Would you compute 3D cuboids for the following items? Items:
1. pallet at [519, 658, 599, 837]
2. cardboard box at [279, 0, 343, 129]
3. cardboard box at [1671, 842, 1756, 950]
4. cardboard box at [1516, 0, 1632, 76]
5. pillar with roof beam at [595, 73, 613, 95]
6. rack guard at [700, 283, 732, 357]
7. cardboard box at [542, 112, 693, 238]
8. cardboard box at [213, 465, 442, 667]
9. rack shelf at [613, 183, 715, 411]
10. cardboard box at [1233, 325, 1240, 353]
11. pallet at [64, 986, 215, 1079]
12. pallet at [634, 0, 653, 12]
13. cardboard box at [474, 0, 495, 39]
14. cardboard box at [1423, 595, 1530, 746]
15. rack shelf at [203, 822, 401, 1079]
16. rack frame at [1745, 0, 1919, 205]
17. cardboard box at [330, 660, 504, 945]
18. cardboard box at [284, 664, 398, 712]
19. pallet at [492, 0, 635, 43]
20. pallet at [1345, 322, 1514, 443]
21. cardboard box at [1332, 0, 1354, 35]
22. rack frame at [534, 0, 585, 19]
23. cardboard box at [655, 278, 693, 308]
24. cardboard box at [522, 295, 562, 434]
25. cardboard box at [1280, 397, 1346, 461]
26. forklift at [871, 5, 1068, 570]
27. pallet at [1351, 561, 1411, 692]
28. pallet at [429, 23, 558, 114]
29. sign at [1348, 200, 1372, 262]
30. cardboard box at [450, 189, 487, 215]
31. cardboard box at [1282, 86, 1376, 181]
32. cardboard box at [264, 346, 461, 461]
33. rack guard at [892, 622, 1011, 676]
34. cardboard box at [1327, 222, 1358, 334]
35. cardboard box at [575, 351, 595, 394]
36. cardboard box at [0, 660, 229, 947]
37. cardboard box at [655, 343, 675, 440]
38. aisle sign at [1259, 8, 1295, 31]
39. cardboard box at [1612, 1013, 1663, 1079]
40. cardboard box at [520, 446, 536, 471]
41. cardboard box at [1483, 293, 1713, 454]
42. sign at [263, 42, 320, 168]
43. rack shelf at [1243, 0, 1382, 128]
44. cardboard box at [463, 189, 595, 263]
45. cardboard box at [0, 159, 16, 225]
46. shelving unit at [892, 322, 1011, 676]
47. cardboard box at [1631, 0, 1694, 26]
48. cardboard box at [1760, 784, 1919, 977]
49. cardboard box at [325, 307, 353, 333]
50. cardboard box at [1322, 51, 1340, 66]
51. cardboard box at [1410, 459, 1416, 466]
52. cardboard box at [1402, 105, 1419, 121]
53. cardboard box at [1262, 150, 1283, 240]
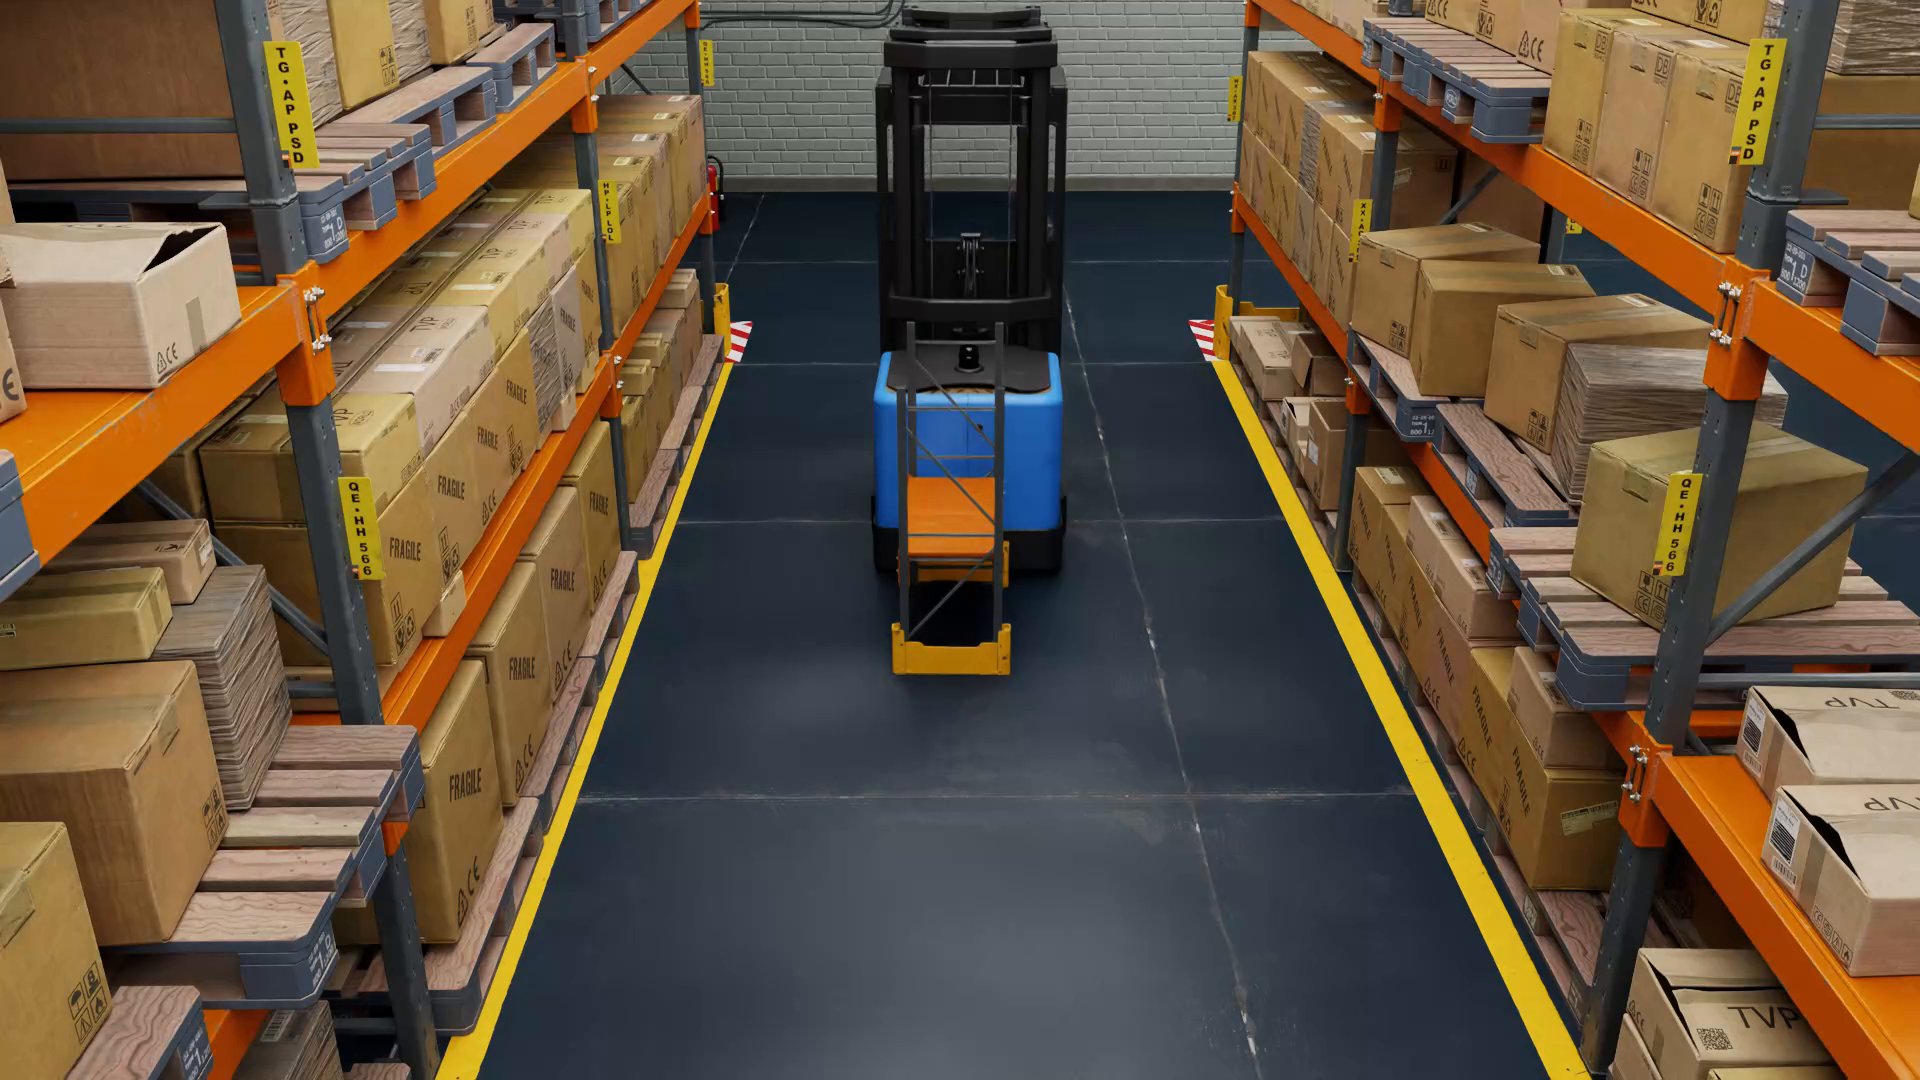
[{"bbox_3d":[-2.241,0.910,7.481,1.003,0.211,1.213,0,24,-1],"label":"pallet"},{"bbox_3d":[-2.418,-1.564,5.273,0.700,0.500,0.500,-2,24,-3],"label":"cardboard box"},{"bbox_3d":[2.937,1.192,5.974,0.500,0.500,0.500,1,24,2],"label":"cardboard box"},{"bbox_3d":[2.562,-2.097,6.355,0.600,0.600,0.600,-1,24,-3],"label":"cardboard box"},{"bbox_3d":[1.026,-6.692,13.625,9.100,9.000,0.400,0,24,-1],"label":"pillar with roof beam"},{"bbox_3d":[-2.384,-1.701,12.905,1.175,0.500,0.348,0,24,-1],"label":"rack guard"},{"bbox_3d":[-2.350,-2.457,11.179,0.980,0.700,0.700,0,24,-1],"label":"cardboard box"},{"bbox_3d":[-2.046,0.075,5.438,0.500,0.500,0.500,0,24,1],"label":"cardboard box"},{"bbox_3d":[-2.362,-1.678,10.694,1.077,0.370,4.000,0,24,-1],"label":"rack shelf"},{"bbox_3d":[2.233,-1.486,12.301,0.380,0.166,0.250,0,24,-1],"label":"cardboard box"},{"bbox_3d":[-2.234,1.369,3.315,1.003,0.211,1.213,0,24,-1],"label":"pallet"},{"bbox_3d":[-2.349,-3.347,9.978,1.003,0.211,1.213,0,24,-1],"label":"pallet"},{"bbox_3d":[-2.441,-2.432,7.191,0.700,0.500,0.500,-2,24,-3],"label":"cardboard box"},{"bbox_3d":[2.394,0.567,7.355,0.500,0.500,0.500,-1,24,-3],"label":"cardboard box"},{"bbox_3d":[-2.275,1.618,3.405,1.077,0.370,4.000,0,24,-1],"label":"rack shelf"},{"bbox_3d":[2.656,-2.291,3.895,1.000,3.000,0.127,0,24,-1],"label":"rack frame"},{"bbox_3d":[-2.174,0.951,6.107,0.750,0.750,0.750,-1,24,-1],"label":"cardboard box"},{"bbox_3d":[-2.069,0.435,5.429,0.380,0.149,0.250,-1,24,-1],"label":"cardboard box"},{"bbox_3d":[-2.339,-2.845,8.869,1.003,0.211,1.213,0,24,-1],"label":"pallet"},{"bbox_3d":[2.512,-0.788,8.086,1.003,0.211,1.213,0,24,-1],"label":"pallet"},{"bbox_3d":[2.347,-2.909,9.085,0.500,0.250,0.500,0,24,-1],"label":"cardboard box"},{"bbox_3d":[-2.341,-3.915,7.487,1.000,3.000,0.127,0,24,-1],"label":"rack frame"},{"bbox_3d":[-2.089,-1.733,11.678,0.380,0.149,0.250,0,24,1],"label":"cardboard box"},{"bbox_3d":[-2.071,-0.766,7.297,0.500,0.500,0.500,0,24,0],"label":"cardboard box"},{"bbox_3d":[2.315,-0.724,10.439,0.500,0.311,0.500,0,24,-1],"label":"cardboard box"},{"bbox_3d":[0.069,-1.732,10.024,1.130,2.935,3.031,0,24,1],"label":"forklift"},{"bbox_3d":[2.660,0.400,8.610,1.003,0.211,1.213,0,24,-1],"label":"pallet"},{"bbox_3d":[-2.281,-2.084,7.310,0.805,0.209,1.217,-1,24,-3],"label":"pallet"},{"bbox_3d":[2.070,-1.595,8.585,0.100,0.325,0.005,0,24,-1],"label":"sign"},{"bbox_3d":[-2.596,-1.523,8.061,0.500,0.250,0.500,0,24,1],"label":"cardboard box"},{"bbox_3d":[2.331,-2.540,10.392,0.500,0.500,0.500,0,24,-1],"label":"cardboard box"},{"bbox_3d":[-2.051,-0.475,5.744,0.500,0.250,0.500,-1,24,-1],"label":"cardboard box"},{"bbox_3d":[-0.043,0.542,8.249,0.587,0.250,0.087,0,24,1],"label":"rack guard"},{"bbox_3d":[2.351,-1.456,9.208,0.500,0.500,0.500,0,24,0],"label":"cardboard box"},{"bbox_3d":[-2.027,-0.835,8.236,0.380,0.149,0.250,0,24,0],"label":"cardboard box"},{"bbox_3d":[-2.249,0.644,4.031,0.700,0.500,0.500,-3,24,-6],"label":"cardboard box"},{"bbox_3d":[-2.252,-0.961,10.760,0.700,0.500,0.500,0,24,1],"label":"cardboard box"},{"bbox_3d":[2.275,-4.065,11.944,0.394,0.787,0.004,0,24,-1],"label":"aisle sign"},{"bbox_3d":[2.369,1.721,5.132,0.500,0.250,0.500,0,24,-1],"label":"cardboard box"},{"bbox_3d":[-2.084,-0.415,7.308,0.380,0.149,0.250,-1,24,-2],"label":"cardboard box"},{"bbox_3d":[2.694,-0.715,7.060,0.700,0.500,0.500,-6,25,-14],"label":"cardboard box"},{"bbox_3d":[-1.754,-1.138,4.358,0.100,0.325,0.005,0,24,-1],"label":"sign"},{"bbox_3d":[2.591,-3.069,10.128,1.077,0.370,4.000,0,24,-1],"label":"rack shelf"},{"bbox_3d":[-2.080,-1.522,8.060,0.500,0.250,0.500,0,24,1],"label":"cardboard box"},{"bbox_3d":[-2.519,-0.657,3.778,0.500,0.500,0.500,0,24,-1],"label":"cardboard box"},{"bbox_3d":[-0.034,-0.233,8.445,0.587,1.500,1.083,0,24,1],"label":"shelving unit"},{"bbox_3d":[2.647,-2.025,5.614,0.500,0.500,0.500,0,24,-1],"label":"cardboard box"},{"bbox_3d":[2.473,0.853,4.333,0.500,0.311,0.500,-1,24,-1],"label":"cardboard box"},{"bbox_3d":[-2.566,-0.676,6.188,0.500,0.250,0.500,-1,24,-2],"label":"cardboard box"},{"bbox_3d":[2.849,-3.173,11.791,0.500,0.500,0.500,0,24,-1],"label":"cardboard box"},{"bbox_3d":[2.825,-0.355,9.624,0.500,0.311,0.500,0,24,-1],"label":"cardboard box"},{"bbox_3d":[2.878,-2.327,9.920,0.500,0.500,0.500,-1,24,-2],"label":"cardboard box"},{"bbox_3d":[2.324,-2.296,11.065,0.500,0.500,0.500,0,24,-1],"label":"cardboard box"}]
